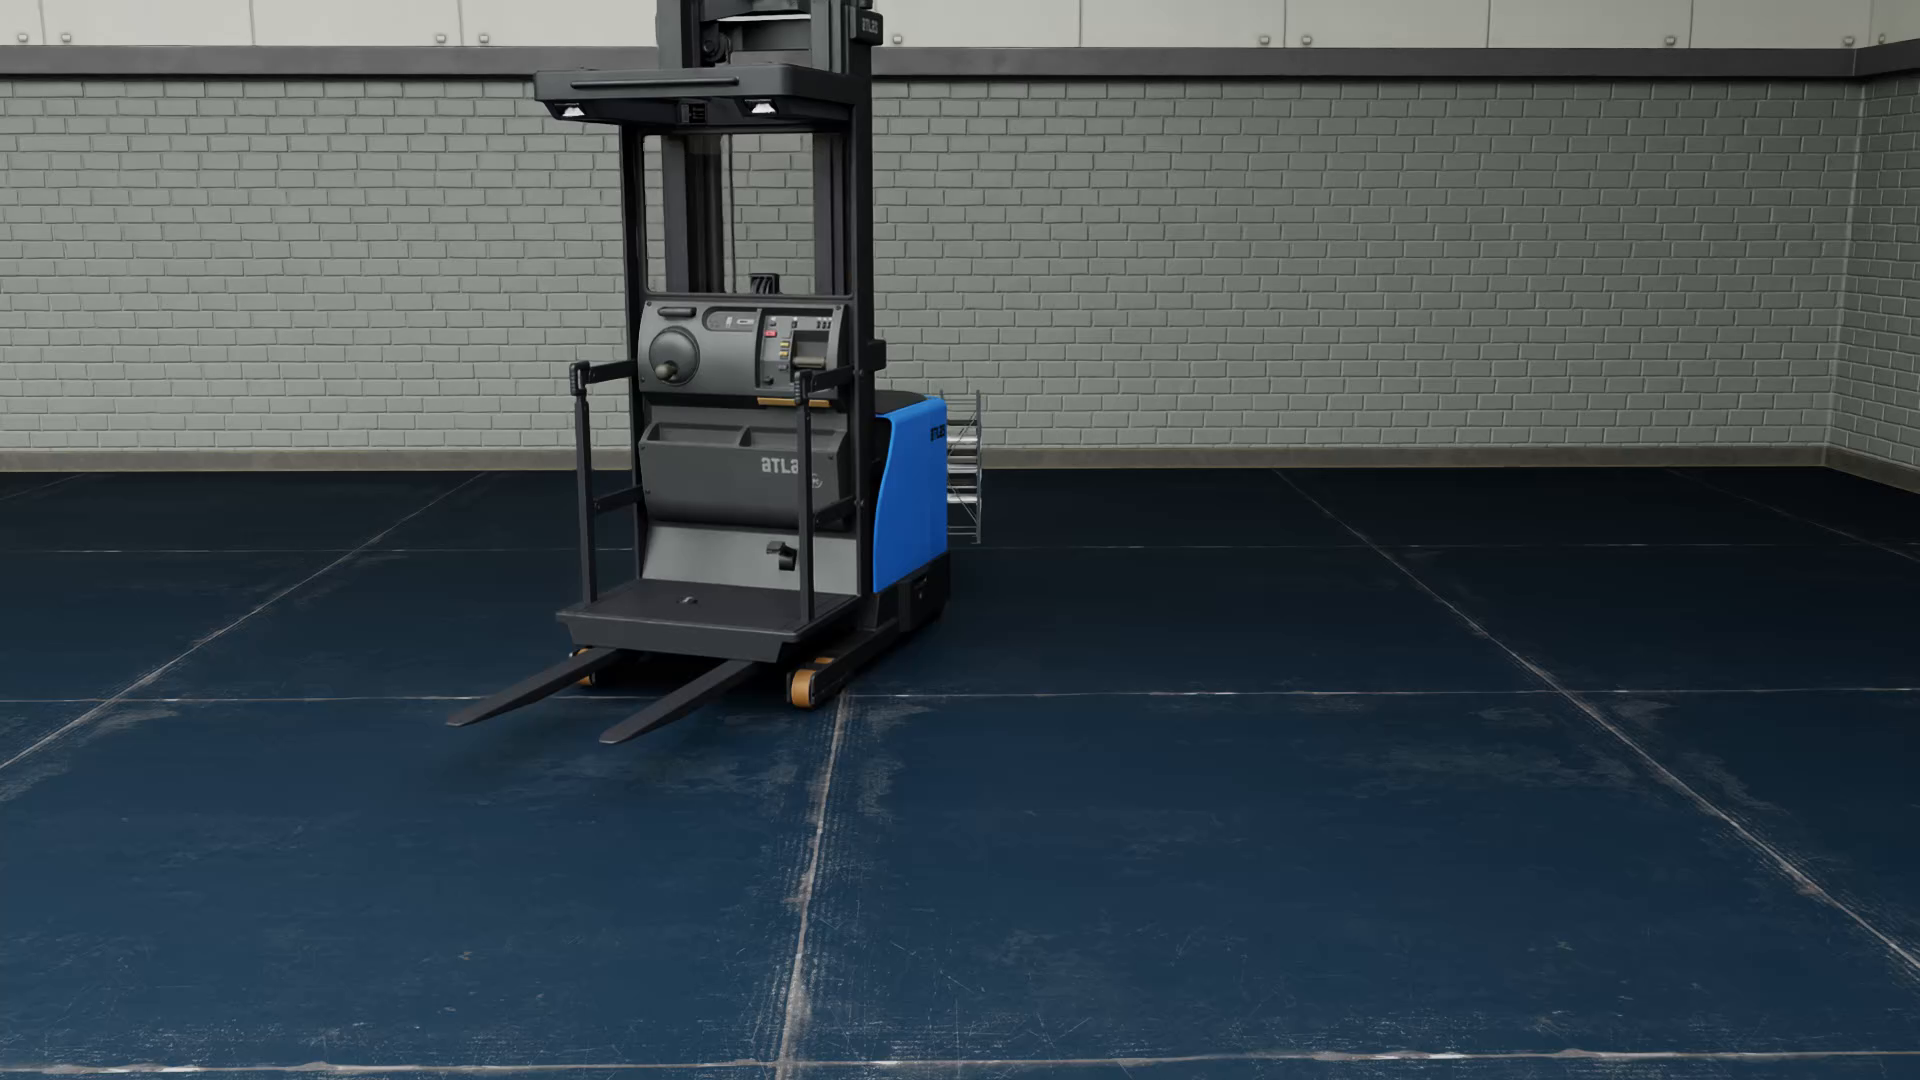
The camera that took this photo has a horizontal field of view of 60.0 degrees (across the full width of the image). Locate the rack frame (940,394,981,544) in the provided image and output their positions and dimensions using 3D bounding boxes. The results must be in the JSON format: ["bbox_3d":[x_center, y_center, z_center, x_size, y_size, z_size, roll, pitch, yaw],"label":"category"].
[{"bbox_3d":[0.002,-0.419,9.862,0.240,0.900,0.006,0,11,-1],"label":"rack frame"}]

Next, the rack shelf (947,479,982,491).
[{"bbox_3d":[0.000,-0.319,9.986,0.258,0.077,0.200,0,11,-1],"label":"rack shelf"}]

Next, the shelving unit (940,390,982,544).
[{"bbox_3d":[0.000,-0.439,9.962,0.258,0.900,0.210,0,11,-1],"label":"shelving unit"}]

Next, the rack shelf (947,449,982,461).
[{"bbox_3d":[0.000,-0.495,9.950,0.258,0.077,0.200,0,11,-1],"label":"rack shelf"}]

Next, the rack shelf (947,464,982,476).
[{"bbox_3d":[0.000,-0.407,9.968,0.258,0.077,0.200,0,11,-1],"label":"rack shelf"}]

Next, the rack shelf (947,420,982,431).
[{"bbox_3d":[0.000,-0.671,9.915,0.258,0.077,0.200,0,11,-1],"label":"rack shelf"}]

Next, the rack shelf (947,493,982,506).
[{"bbox_3d":[0.000,-0.230,10.004,0.258,0.077,0.200,0,11,-1],"label":"rack shelf"}]

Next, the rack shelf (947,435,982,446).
[{"bbox_3d":[0.000,-0.583,9.932,0.258,0.077,0.200,0,11,-1],"label":"rack shelf"}]

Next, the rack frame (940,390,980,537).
[{"bbox_3d":[-0.002,-0.460,10.061,0.240,0.900,0.006,0,11,-1],"label":"rack frame"}]

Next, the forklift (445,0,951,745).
[{"bbox_3d":[-0.997,-0.843,6.842,1.130,2.935,3.031,4,12,18],"label":"forklift"}]
